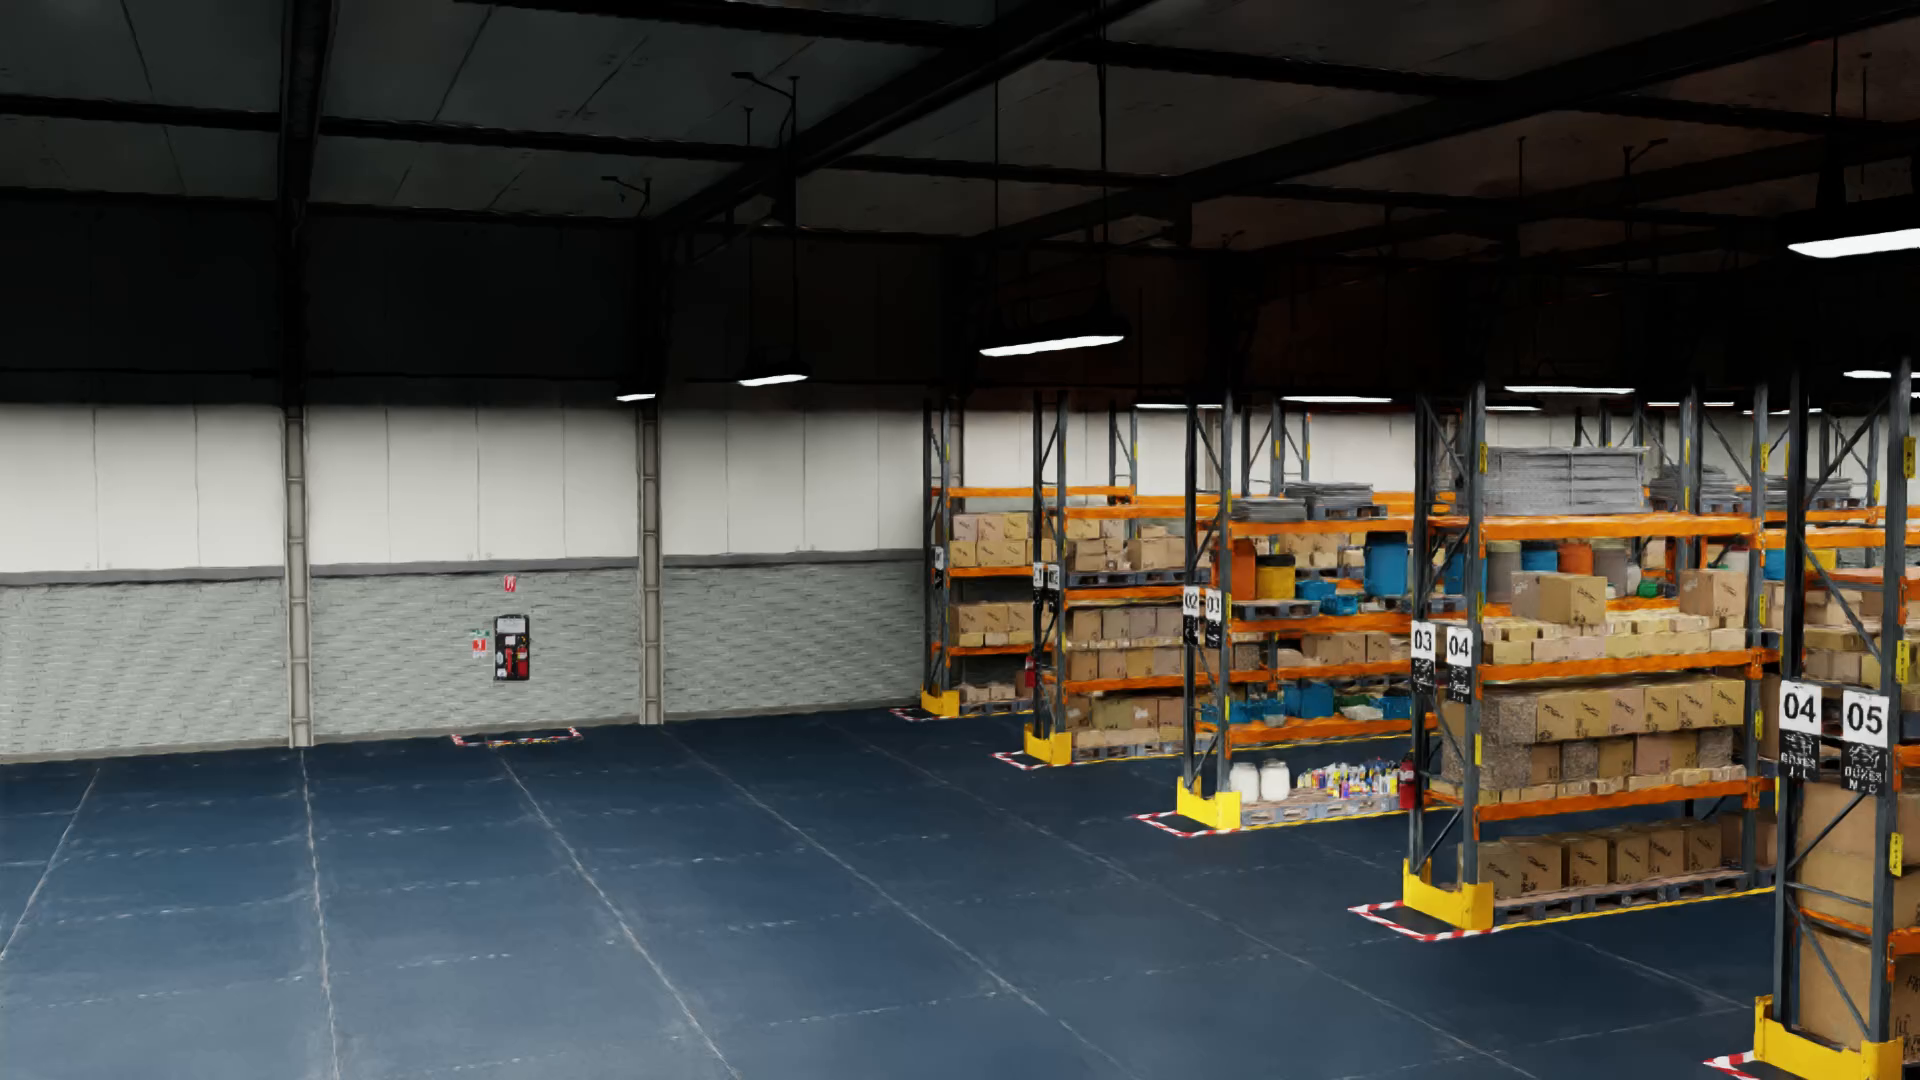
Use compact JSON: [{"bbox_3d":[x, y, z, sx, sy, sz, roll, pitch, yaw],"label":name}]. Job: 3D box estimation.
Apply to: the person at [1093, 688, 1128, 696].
[{"bbox_3d":[2.638,2.575,29.474,0.677,1.671,0.636,1,3,9],"label":"person"}]
